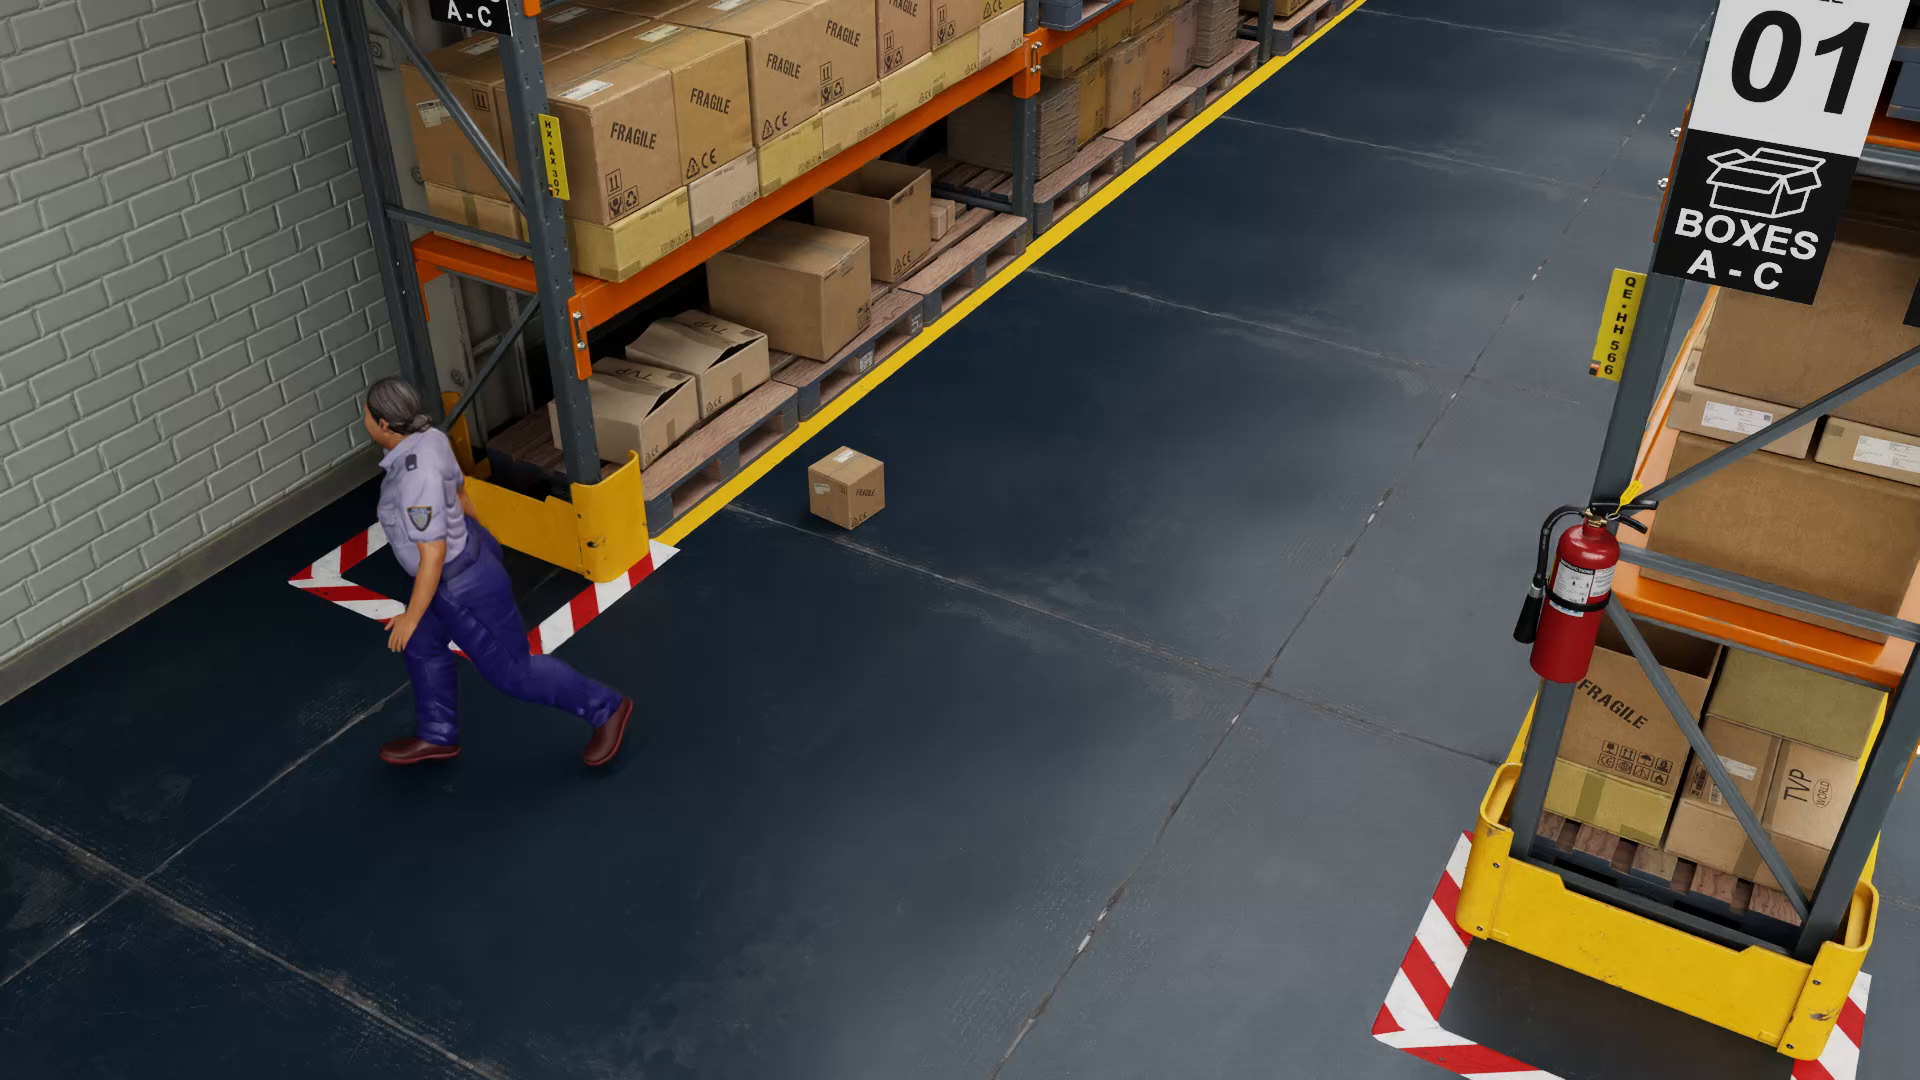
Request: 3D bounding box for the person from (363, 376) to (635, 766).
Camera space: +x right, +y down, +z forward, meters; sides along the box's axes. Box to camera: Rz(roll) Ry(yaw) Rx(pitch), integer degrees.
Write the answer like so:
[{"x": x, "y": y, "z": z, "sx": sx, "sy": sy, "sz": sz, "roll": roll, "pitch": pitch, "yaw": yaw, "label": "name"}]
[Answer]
[{"x": -1.732, "y": 0.140, "z": 5.967, "sx": 0.961, "sy": 1.601, "sz": 0.567, "roll": -10, "pitch": 36, "yaw": -14, "label": "person"}]
